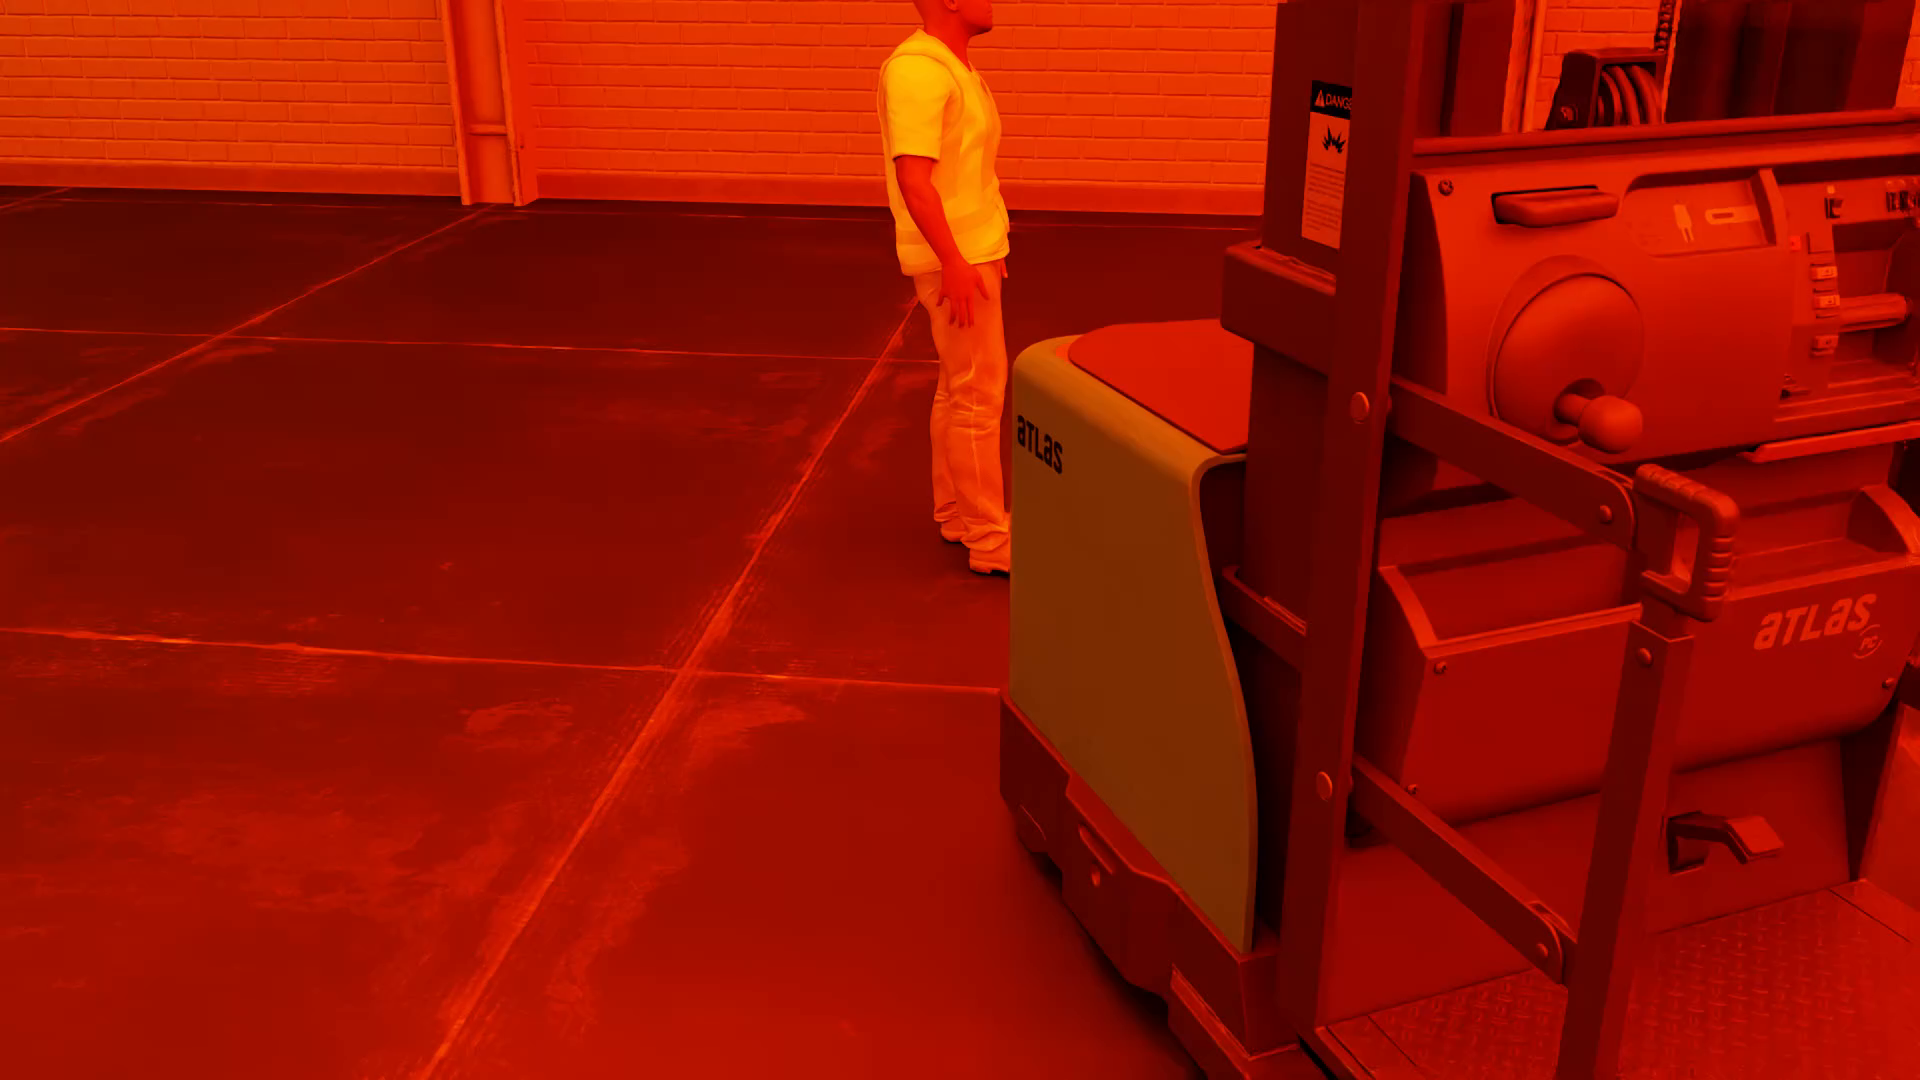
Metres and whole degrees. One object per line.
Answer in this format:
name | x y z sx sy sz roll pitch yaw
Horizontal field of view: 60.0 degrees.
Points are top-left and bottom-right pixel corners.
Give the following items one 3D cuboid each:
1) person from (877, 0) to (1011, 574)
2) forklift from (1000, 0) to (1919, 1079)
person | 0.068 -0.820 4.830 0.577 1.765 0.665 3 22 7
forklift | 1.096 -0.313 2.031 1.130 2.935 3.031 -8 23 -20
